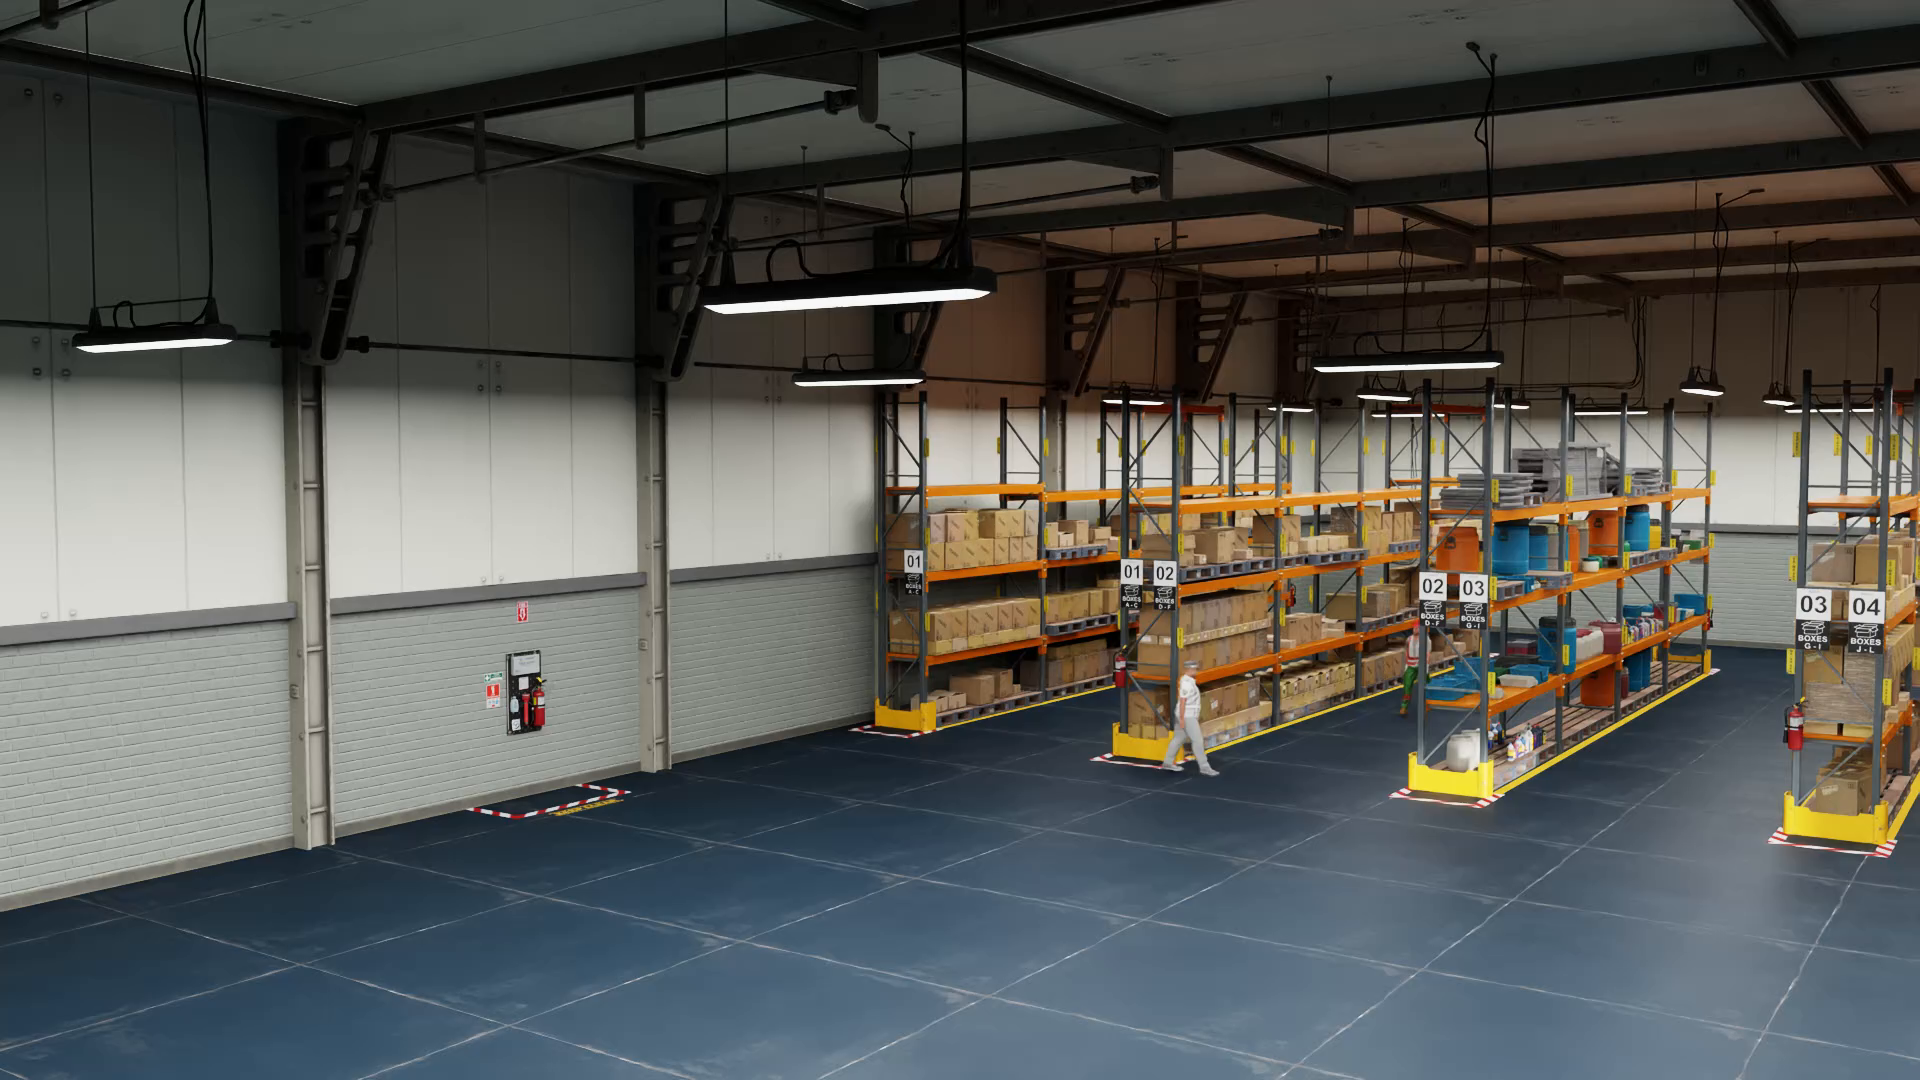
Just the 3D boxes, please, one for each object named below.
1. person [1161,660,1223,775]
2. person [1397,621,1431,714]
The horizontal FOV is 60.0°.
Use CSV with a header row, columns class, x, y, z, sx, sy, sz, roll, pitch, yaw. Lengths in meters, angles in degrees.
class,x,y,z,sx,sy,sz,roll,pitch,yaw
person,3.554,2.709,25.544,0.891,1.704,0.624,0,3,0
person,8.552,2.382,31.148,0.520,1.717,1.105,2,4,29
